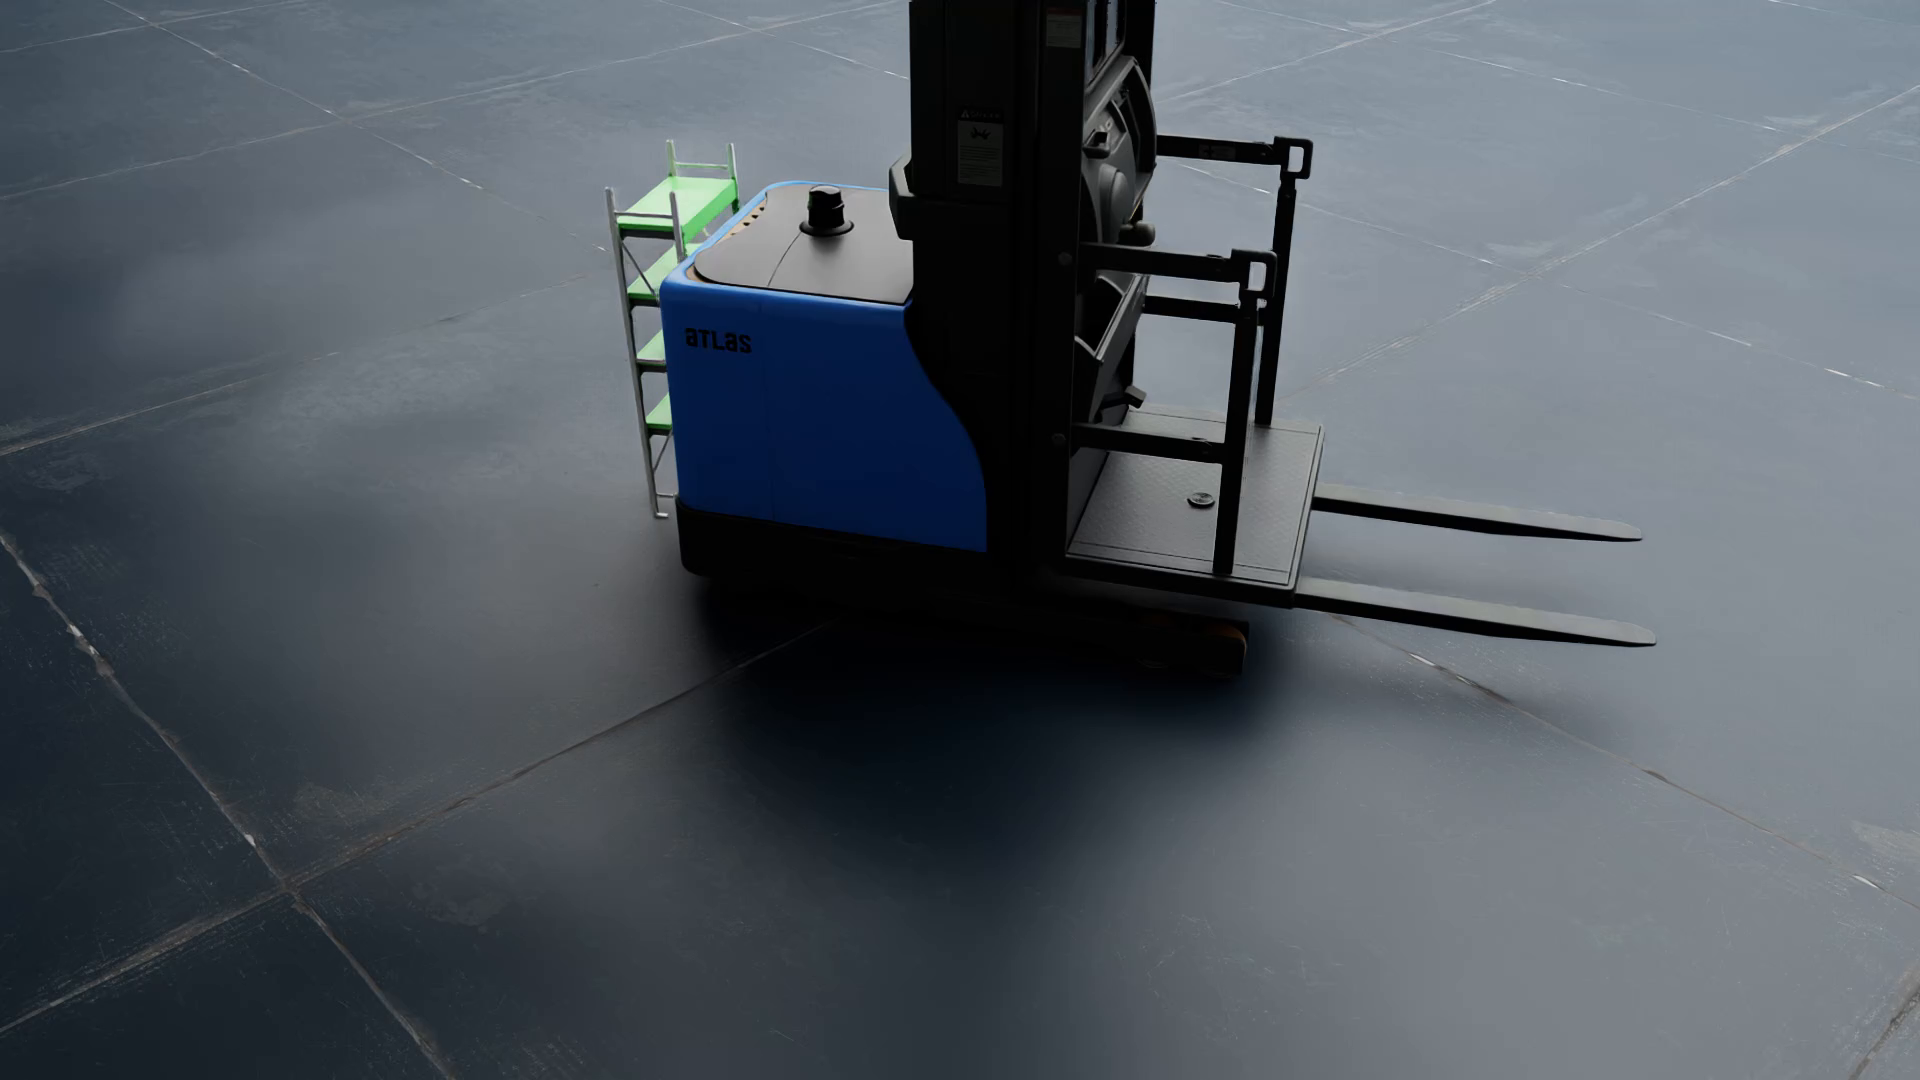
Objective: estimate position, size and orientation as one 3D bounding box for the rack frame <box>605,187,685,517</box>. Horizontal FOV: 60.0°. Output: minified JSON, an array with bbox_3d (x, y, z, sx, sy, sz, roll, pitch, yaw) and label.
[{"bbox_3d":[-0.990,-0.591,5.558,0.240,1.200,0.015,6,32,13],"label":"rack frame"}]

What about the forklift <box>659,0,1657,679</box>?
[{"bbox_3d":[0.654,-1.137,4.801,3.031,2.935,1.130,8,32,13],"label":"forklift"}]

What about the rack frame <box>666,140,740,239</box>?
[{"bbox_3d":[-0.867,-0.837,5.961,0.240,1.200,0.015,6,32,13],"label":"rack frame"}]

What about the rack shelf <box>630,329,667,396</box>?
[{"bbox_3d":[-0.926,-0.660,5.793,0.258,0.148,0.480,6,32,13],"label":"rack shelf"}]

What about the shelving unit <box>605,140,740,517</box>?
[{"bbox_3d":[-0.928,-0.714,5.760,0.258,1.200,0.503,6,32,13],"label":"shelving unit"}]

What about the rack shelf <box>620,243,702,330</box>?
[{"bbox_3d":[-0.934,-0.865,5.669,0.258,0.148,0.480,6,32,13],"label":"rack shelf"}]

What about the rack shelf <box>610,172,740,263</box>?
[{"bbox_3d":[-0.941,-1.071,5.546,0.258,0.148,0.480,6,32,13],"label":"rack shelf"}]

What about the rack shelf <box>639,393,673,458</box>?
[{"bbox_3d":[-0.919,-0.454,5.916,0.258,0.148,0.480,6,32,13],"label":"rack shelf"}]
